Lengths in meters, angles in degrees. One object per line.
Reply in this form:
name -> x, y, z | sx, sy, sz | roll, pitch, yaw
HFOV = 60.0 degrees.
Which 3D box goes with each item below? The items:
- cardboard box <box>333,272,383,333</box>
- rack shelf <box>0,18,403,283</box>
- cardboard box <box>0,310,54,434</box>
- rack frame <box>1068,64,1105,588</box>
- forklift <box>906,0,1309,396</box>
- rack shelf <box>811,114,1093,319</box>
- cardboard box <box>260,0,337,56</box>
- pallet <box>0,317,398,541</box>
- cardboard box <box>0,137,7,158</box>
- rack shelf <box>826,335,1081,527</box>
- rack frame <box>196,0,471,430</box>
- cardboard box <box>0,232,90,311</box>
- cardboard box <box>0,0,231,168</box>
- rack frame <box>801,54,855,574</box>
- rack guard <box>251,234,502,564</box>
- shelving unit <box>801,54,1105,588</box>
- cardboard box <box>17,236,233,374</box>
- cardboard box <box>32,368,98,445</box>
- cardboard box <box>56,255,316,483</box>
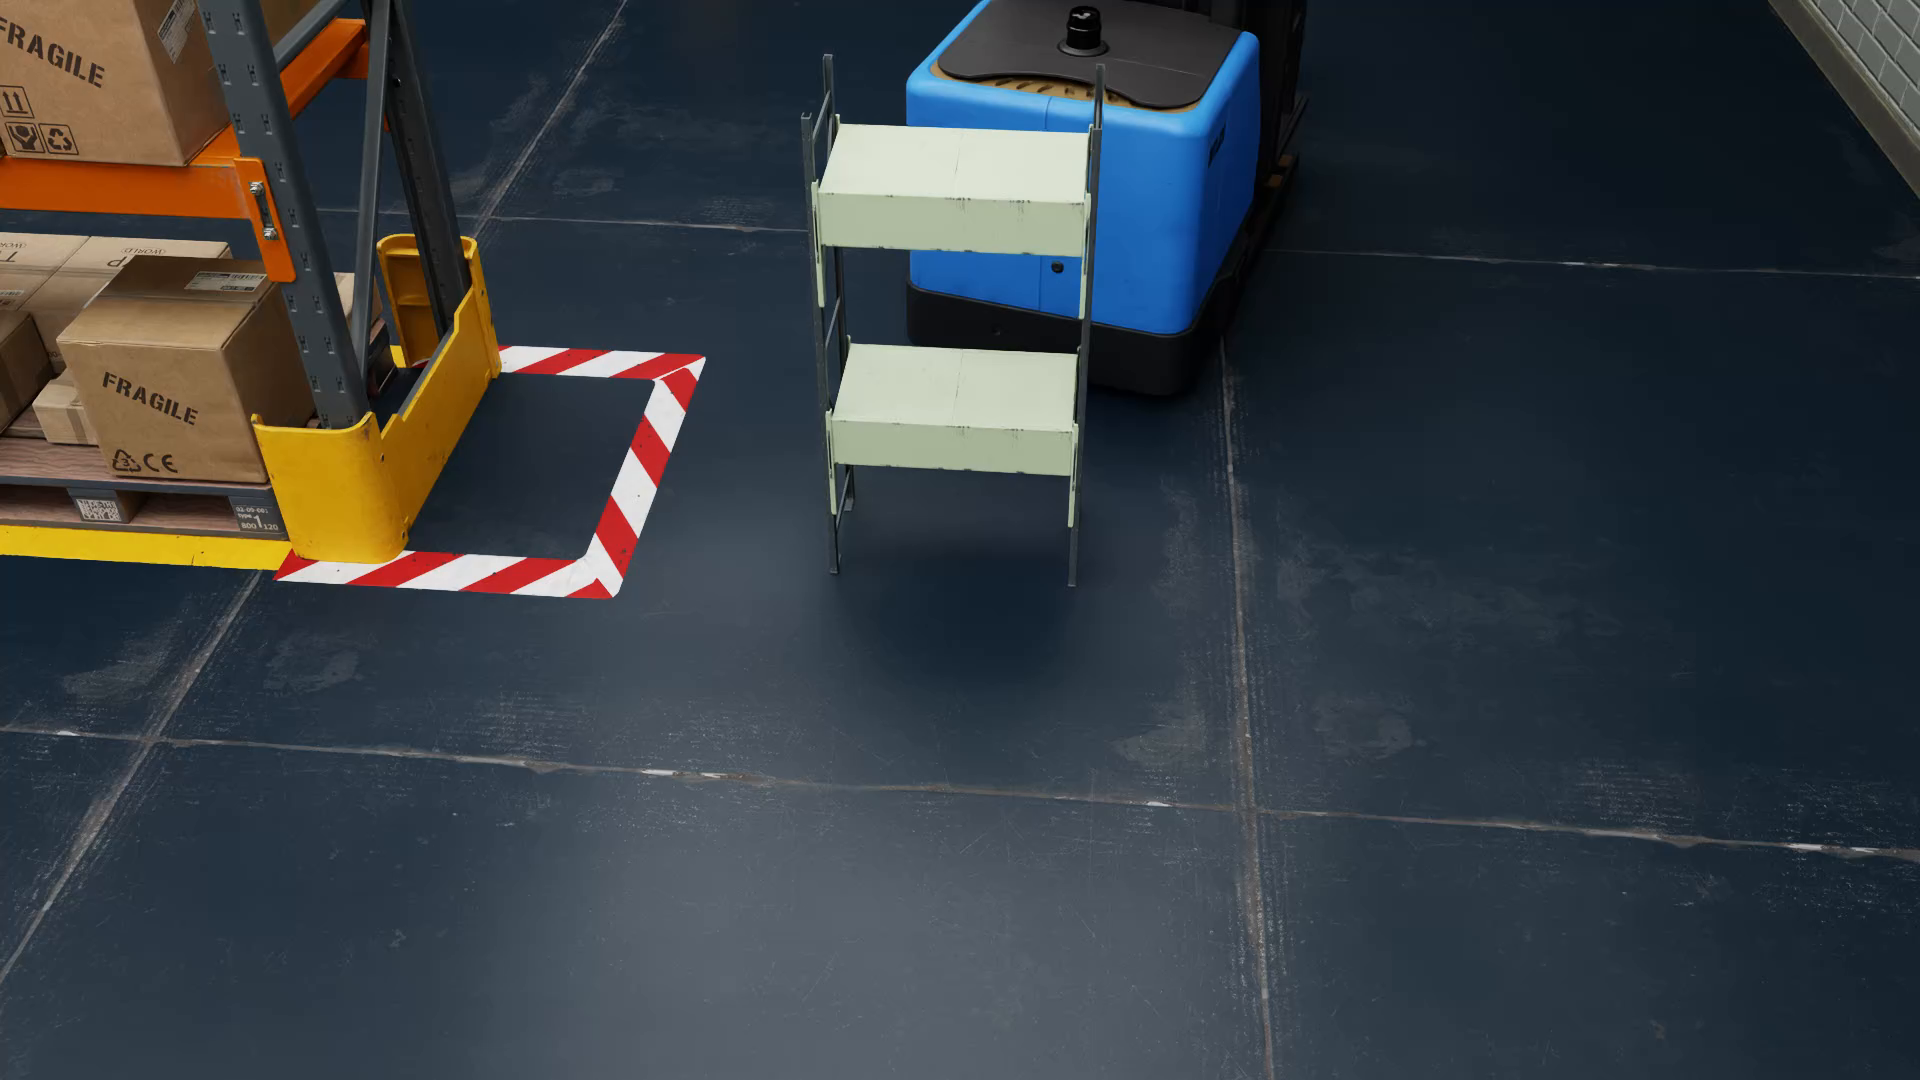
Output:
cardboard box -> -2.185, -0.762, 5.720 | 0.250, 0.149, 0.380 | 3, 39, 4
rack shelf -> -3.790, -1.288, 5.026 | 4.000, 0.370, 1.077 | 3, 39, 4
cardboard box -> -3.304, -0.508, 5.327 | 0.500, 0.250, 0.500 | 3, 39, 4
rack frame -> 0.358, -0.562, 4.752 | 0.023, 1.500, 0.400 | 3, 39, 4
forklift -> 0.794, -2.570, 6.086 | 1.130, 2.935, 3.031 | 13, 41, 16
rack shelf -> -0.007, -0.885, 4.531 | 0.720, 0.370, 0.431 | 3, 39, 4
cardboard box -> -2.217, -1.687, 4.867 | 0.500, 0.500, 0.500 | 4, 39, 5
pallet -> -2.667, -0.424, 5.603 | 1.213, 0.211, 1.003 | 3, 39, 4
cardboard box -> -2.784, -1.376, 4.486 | 0.500, 0.500, 0.500 | 3, 39, 4
rack shelf -> -0.007, -0.329, 4.983 | 0.720, 0.370, 0.431 | 3, 39, 4
rack frame -> -1.797, -1.458, 4.665 | 0.127, 3.000, 1.000 | 3, 39, 4
cardboard box -> -3.311, -0.825, 5.717 | 0.500, 0.250, 0.500 | 3, 39, 4
cardboard box -> -2.267, -1.350, 4.454 | 0.500, 0.500, 0.500 | 4, 39, 5
rack frame -> -0.371, -0.602, 4.801 | 0.023, 1.500, 0.400 | 3, 39, 4
rack guard -> -1.873, -0.493, 5.460 | 0.348, 0.500, 1.175 | 3, 39, 4
shelving unit -> -0.007, -0.582, 4.777 | 0.755, 1.500, 0.431 | 3, 39, 4
cardboard box -> -2.813, -0.798, 5.684 | 0.500, 0.250, 0.500 | 3, 39, 4
cardboard box -> -2.756, -0.483, 5.364 | 0.250, 0.166, 0.380 | 3, 39, 4
cardboard box -> -2.360, -0.534, 5.162 | 0.500, 0.500, 0.500 | 3, 39, 4
